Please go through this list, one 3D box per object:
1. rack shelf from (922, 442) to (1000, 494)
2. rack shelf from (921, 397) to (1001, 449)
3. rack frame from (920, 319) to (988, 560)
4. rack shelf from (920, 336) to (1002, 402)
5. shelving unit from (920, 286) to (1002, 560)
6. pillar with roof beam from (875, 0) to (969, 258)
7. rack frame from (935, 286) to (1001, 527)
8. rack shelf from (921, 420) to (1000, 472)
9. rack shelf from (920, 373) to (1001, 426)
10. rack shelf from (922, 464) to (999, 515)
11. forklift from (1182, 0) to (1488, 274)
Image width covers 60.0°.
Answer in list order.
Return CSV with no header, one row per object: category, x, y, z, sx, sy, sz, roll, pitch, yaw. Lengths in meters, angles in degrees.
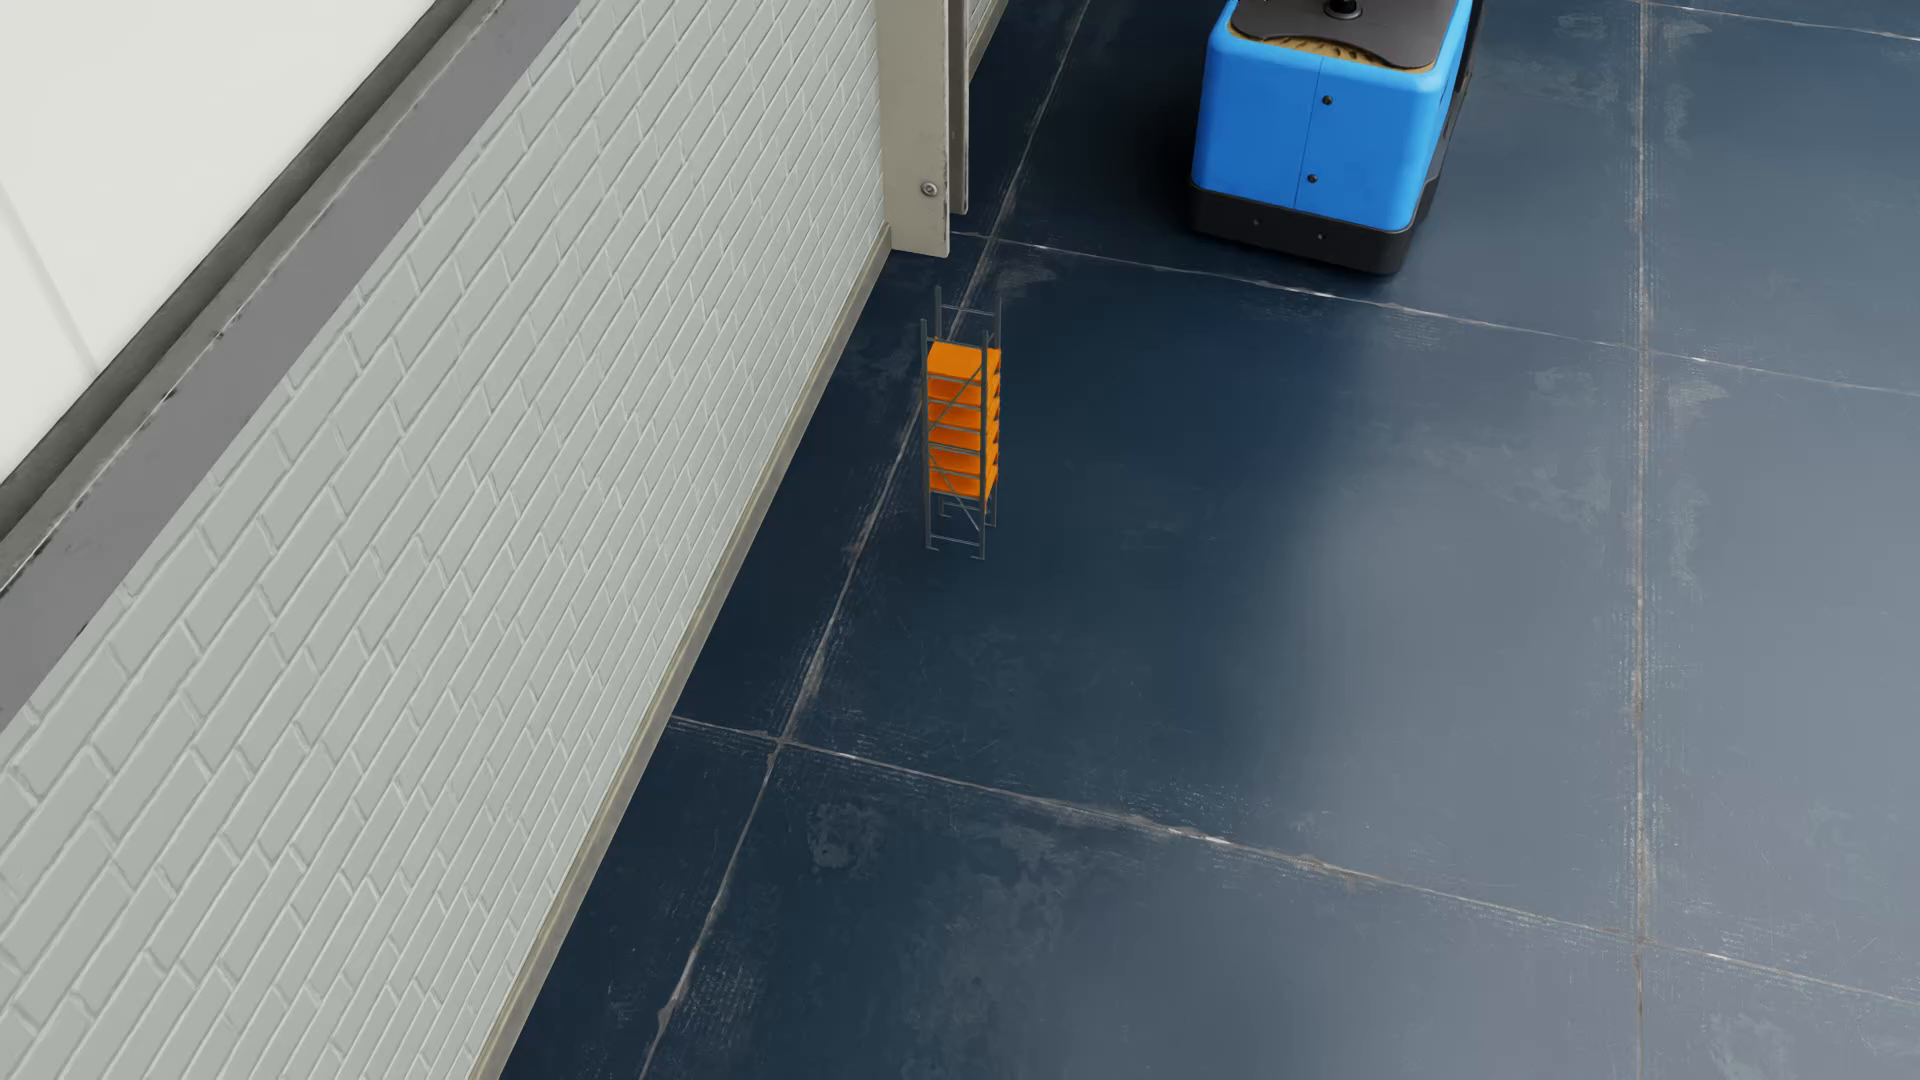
rack shelf,0.004,-0.299,6.352,0.258,0.103,0.180,12,50,10
rack shelf,0.004,-0.458,6.172,0.258,0.103,0.180,12,50,10
rack frame,-0.020,-0.341,6.170,0.240,1.200,0.006,12,50,10
rack shelf,0.004,-0.616,5.992,0.258,0.103,0.180,12,50,10
shelving unit,0.004,-0.407,6.228,0.258,1.200,0.189,12,50,10
pillar with roof beam,3.993,-3.632,3.872,9.100,9.000,0.400,12,50,10
rack frame,0.028,-0.474,6.287,0.240,1.200,0.006,12,50,10
rack shelf,0.004,-0.378,6.262,0.258,0.103,0.180,12,50,10
rack shelf,0.004,-0.537,6.082,0.258,0.103,0.180,12,50,10
rack shelf,0.004,-0.219,6.442,0.258,0.103,0.180,12,50,10
forklift,2.068,-3.321,7.645,1.130,2.935,3.031,16,51,14
